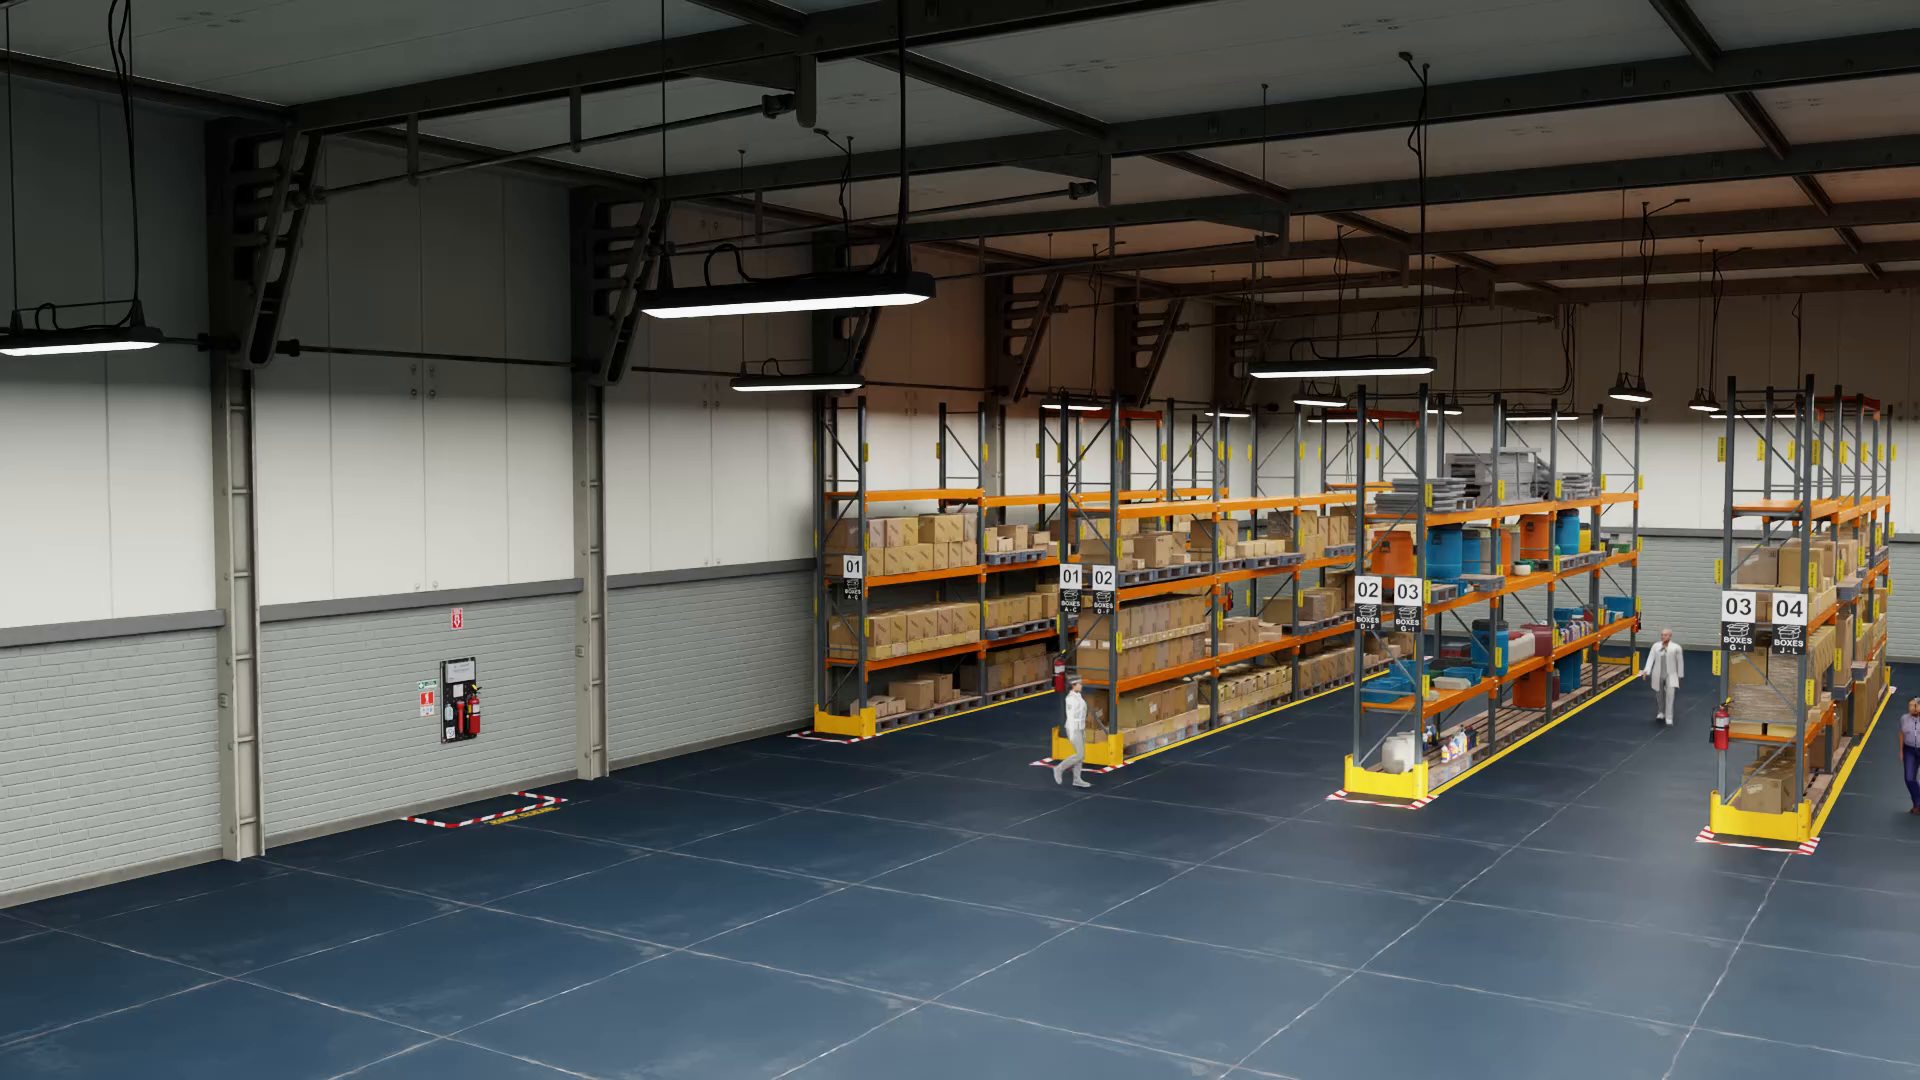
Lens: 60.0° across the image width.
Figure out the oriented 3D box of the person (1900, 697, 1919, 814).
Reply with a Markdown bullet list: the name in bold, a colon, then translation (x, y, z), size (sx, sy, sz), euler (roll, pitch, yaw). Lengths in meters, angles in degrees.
- **person**: translation (13.418, 2.990, 23.213), size (0.577, 1.605, 0.537), euler (-3, 4, -43)

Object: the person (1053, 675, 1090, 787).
- **person**: translation (1.683, 2.843, 24.827), size (0.540, 1.677, 0.500), euler (1, 3, 19)

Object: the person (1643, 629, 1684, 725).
- **person**: translation (12.973, 2.500, 30.650), size (0.679, 1.715, 1.129), euler (2, 3, 28)
